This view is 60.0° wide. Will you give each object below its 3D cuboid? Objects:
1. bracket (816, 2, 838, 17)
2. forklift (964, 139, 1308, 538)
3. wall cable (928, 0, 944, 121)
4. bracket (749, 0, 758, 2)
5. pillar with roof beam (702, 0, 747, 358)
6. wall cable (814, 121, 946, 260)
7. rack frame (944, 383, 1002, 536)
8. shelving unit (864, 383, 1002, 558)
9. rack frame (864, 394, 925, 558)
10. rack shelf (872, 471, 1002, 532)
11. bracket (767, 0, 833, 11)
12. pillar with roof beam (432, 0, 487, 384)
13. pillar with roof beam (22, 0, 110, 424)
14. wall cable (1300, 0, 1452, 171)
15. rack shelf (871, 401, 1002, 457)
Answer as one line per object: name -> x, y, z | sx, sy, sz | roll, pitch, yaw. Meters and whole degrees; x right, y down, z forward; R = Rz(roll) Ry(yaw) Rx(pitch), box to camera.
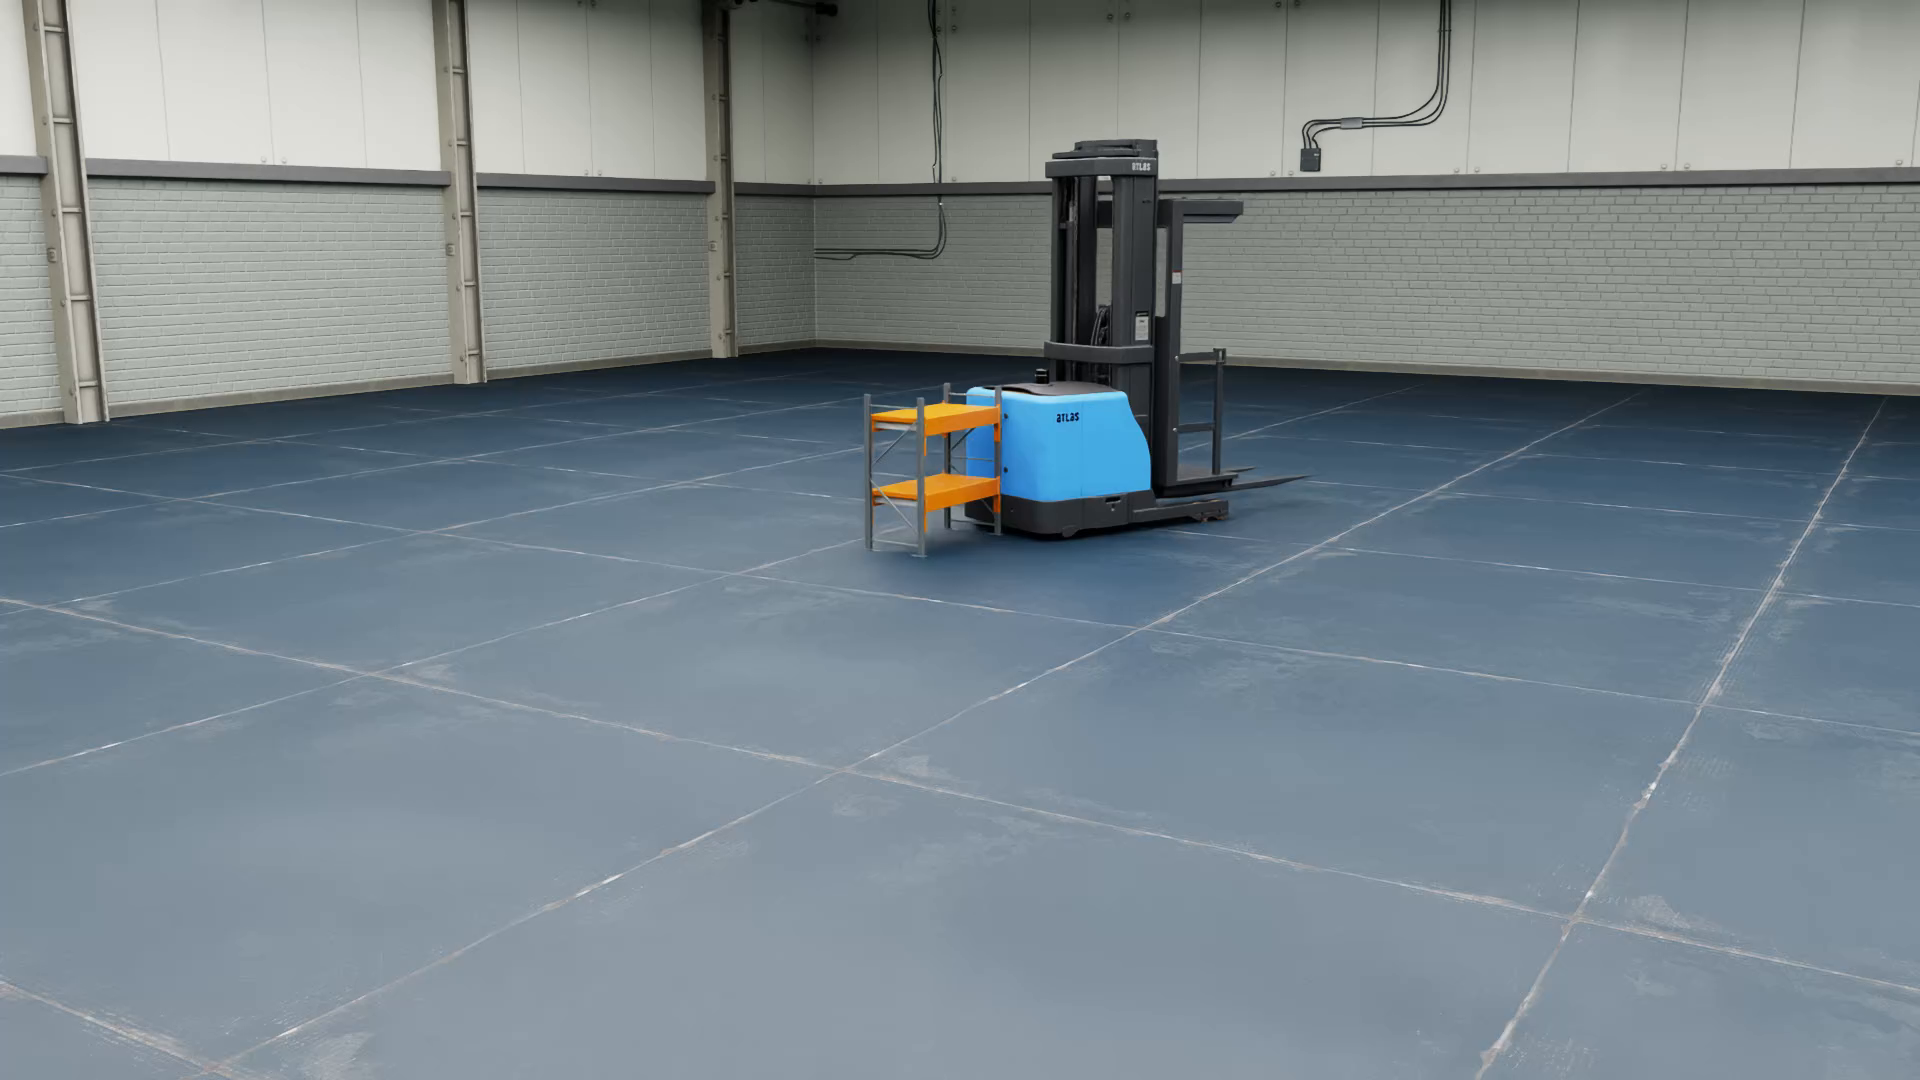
bracket -> -2.501, -9.905, 31.039 | 0.235, 0.232, 0.430 | 6, 12, 31
forklift -> 1.524, -1.649, 13.210 | 3.031, 2.935, 1.130 | -8, 13, -36
wall cable -> 0.721, -8.766, 29.453 | 3.097, 2.526, 0.112 | 6, 12, 31
bracket -> -3.732, -9.532, 29.048 | 0.235, 0.232, 0.430 | 6, 12, 31
pillar with roof beam -> -0.571, -7.320, 27.015 | 9.100, 9.000, 0.548 | 6, 12, 31
wall cable -> -1.591, -6.542, 31.298 | 3.097, 2.526, 0.112 | 6, 12, 31
rack frame -> 0.094, -0.610, 12.570 | 0.500, 1.125, 0.032 | 7, 13, 33
shelving unit -> -0.185, -0.532, 12.152 | 0.538, 1.125, 1.048 | 7, 13, 33
rack frame -> -0.464, -0.454, 11.734 | 0.500, 1.125, 0.032 | 7, 13, 33
rack shelf -> -0.185, -0.291, 12.197 | 0.538, 0.278, 1.000 | 7, 13, 33
bracket -> -2.808, -9.812, 30.543 | 0.076, 0.066, 3.189 | 6, 12, 31
pillar with roof beam -> -3.686, -6.377, 21.975 | 9.100, 9.000, 0.400 | 6, 12, 31
pillar with roof beam -> -6.801, -5.433, 16.934 | 9.100, 9.000, 0.400 | 6, 12, 31
wall cable -> 6.515, -8.831, 25.841 | 2.305, 6.003, 0.169 | 6, 12, 31
rack shelf -> -0.185, -0.819, 12.099 | 0.538, 0.278, 1.000 | 7, 13, 33
